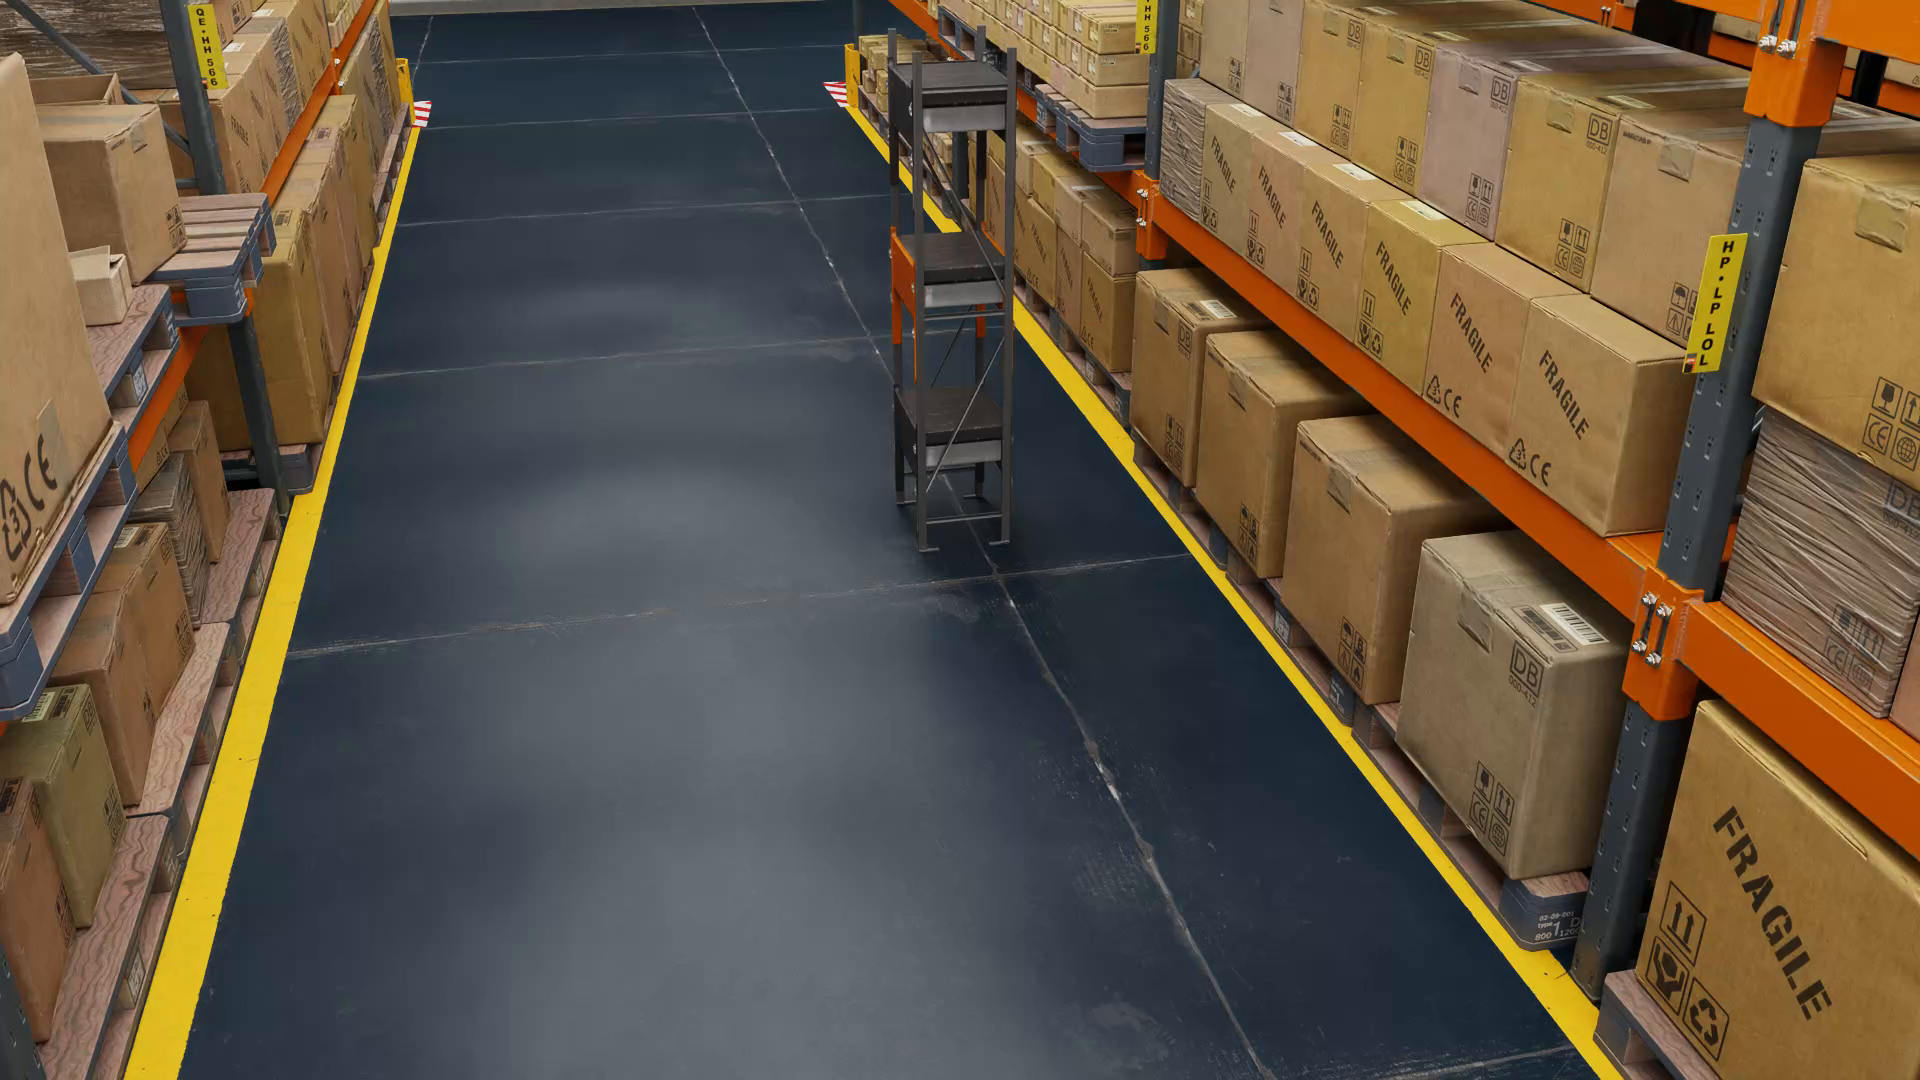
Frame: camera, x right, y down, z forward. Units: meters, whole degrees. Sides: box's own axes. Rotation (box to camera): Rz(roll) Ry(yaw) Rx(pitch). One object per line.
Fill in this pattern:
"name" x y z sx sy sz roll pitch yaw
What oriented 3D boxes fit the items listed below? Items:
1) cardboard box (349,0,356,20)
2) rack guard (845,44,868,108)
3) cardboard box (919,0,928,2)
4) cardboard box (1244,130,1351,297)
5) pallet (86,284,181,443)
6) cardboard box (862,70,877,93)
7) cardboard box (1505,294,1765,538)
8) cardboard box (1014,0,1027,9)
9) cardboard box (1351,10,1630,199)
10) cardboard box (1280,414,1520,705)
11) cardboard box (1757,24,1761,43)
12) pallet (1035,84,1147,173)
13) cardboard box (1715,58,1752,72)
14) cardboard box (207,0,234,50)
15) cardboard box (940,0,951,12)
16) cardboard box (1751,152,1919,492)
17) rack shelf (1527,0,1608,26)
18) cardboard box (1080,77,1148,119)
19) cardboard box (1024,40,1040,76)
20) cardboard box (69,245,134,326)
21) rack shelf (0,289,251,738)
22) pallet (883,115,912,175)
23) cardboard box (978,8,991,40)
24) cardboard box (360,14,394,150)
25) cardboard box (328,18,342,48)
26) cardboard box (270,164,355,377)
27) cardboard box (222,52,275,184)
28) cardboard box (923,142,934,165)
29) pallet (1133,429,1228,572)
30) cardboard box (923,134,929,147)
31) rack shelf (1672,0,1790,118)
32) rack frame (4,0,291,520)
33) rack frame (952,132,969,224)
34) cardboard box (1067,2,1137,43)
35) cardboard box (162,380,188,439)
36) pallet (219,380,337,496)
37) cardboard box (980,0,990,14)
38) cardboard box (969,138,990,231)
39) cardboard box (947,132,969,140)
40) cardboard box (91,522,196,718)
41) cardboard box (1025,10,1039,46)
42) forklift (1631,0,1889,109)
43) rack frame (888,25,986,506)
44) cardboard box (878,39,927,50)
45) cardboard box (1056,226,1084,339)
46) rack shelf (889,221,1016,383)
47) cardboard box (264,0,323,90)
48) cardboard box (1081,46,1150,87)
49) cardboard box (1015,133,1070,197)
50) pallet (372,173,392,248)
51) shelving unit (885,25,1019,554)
"cardboard box" -4.391 -3.676 11.484 0.380 0.149 0.250 -6 27 -12
"rack guard" -0.440 -4.233 15.081 1.175 0.500 0.348 -6 27 -12
"cardboard box" -0.139 -4.073 12.268 0.380 0.149 0.250 -7 28 -14
"cardboard box" 1.415 -1.246 6.278 0.500 0.500 0.500 -6 27 -12
"pallet" -3.023 -0.460 5.045 1.003 0.211 1.213 -6 27 -12
"cardboard box" -0.651 -4.034 14.611 0.380 0.149 0.250 -5 27 -11
"cardboard box" 1.869 -0.360 4.524 0.500 0.500 0.500 -6 27 -12
"cardboard box" 0.500 -2.947 8.913 0.380 0.149 0.250 -5 27 -9
"cardboard box" 1.786 -1.491 5.655 0.700 0.500 0.500 -6 27 -12
"cardboard box" 1.806 0.016 5.920 1.050 0.750 0.750 -6 27 -12
"cardboard box" 5.408 -3.212 10.451 0.500 0.250 0.500 -6 27 -12
"pallet" 1.082 -2.086 8.267 1.213 0.211 1.003 -6 27 -12
"cardboard box" 5.673 -2.752 11.265 0.875 0.875 0.875 -5 27 -10
"cardboard box" -3.802 -2.512 7.673 0.797 0.503 0.637 -5 27 -10
"cardboard box" 0.085 -3.481 10.631 0.380 0.149 0.250 -7 28 -14
"cardboard box" 2.297 -0.497 3.542 0.875 0.550 0.550 -6 27 -12
"rack shelf" 4.794 -4.730 14.090 1.077 0.370 4.000 -6 27 -12
"cardboard box" 0.787 -2.115 7.924 0.380 0.149 0.250 -5 27 -11
"cardboard box" 0.560 -2.565 8.815 0.380 0.149 0.250 -7 28 -14
"cardboard box" -2.870 -0.833 5.255 0.396 0.266 0.258 -7 28 -13
"rack shelf" -3.058 -0.211 5.138 1.077 0.370 4.000 -6 27 -12
"pallet" -0.020 -3.209 13.373 1.003 0.211 1.213 -6 27 -12
"cardboard box" 0.319 -3.028 9.733 0.380 0.149 0.250 -7 28 -14
"cardboard box" -4.885 -3.489 12.726 0.875 0.875 0.875 -6 27 -12
"cardboard box" -4.153 -3.218 10.575 0.380 0.149 0.250 -6 27 -11
"cardboard box" -3.838 -1.347 8.481 1.225 0.875 0.875 -6 27 -11
"cardboard box" -3.472 -1.922 7.619 0.500 0.500 0.500 -7 28 -13
"cardboard box" -0.075 -2.910 12.385 0.380 0.149 0.250 -7 28 -13
"pallet" 1.450 -0.271 7.553 1.003 0.211 1.213 -6 27 -12
"cardboard box" -0.087 -3.013 12.258 0.380 0.149 0.250 -7 28 -13
"rack shelf" 1.797 -2.010 5.372 1.077 0.370 4.000 -6 27 -12
"rack frame" -3.509 -1.410 6.716 1.000 3.000 0.127 -6 27 -12
"rack frame" 0.445 -3.626 11.105 1.000 3.000 0.127 -6 27 -12
"cardboard box" 0.735 -2.490 8.006 0.380 0.149 0.250 -6 27 -12
"cardboard box" -3.329 -0.535 6.434 0.500 0.250 0.500 -5 27 -9
"pallet" -3.613 -0.519 8.045 1.003 0.211 1.213 -6 27 -12
"cardboard box" 0.326 -3.155 9.655 0.380 0.149 0.250 -5 27 -10
"cardboard box" 0.353 -2.346 10.877 0.500 0.500 0.500 -5 27 -10
"cardboard box" 0.111 -2.936 11.775 0.380 0.149 0.250 -5 27 -10
"cardboard box" -3.067 0.292 5.629 0.700 0.500 0.500 -4 27 -7
"cardboard box" 0.558 -2.700 8.753 0.380 0.149 0.250 -6 27 -12
"forklift" 3.581 -1.582 7.132 1.130 2.935 3.031 -7 28 -14
"rack frame" -0.092 -1.117 7.133 0.400 2.100 0.015 -6 27 -12
"cardboard box" -0.490 -4.189 14.258 0.380 0.149 0.250 -5 27 -11
"cardboard box" 0.830 -1.432 9.066 0.500 0.500 0.500 -5 27 -10
"rack shelf" -0.037 -0.998 6.927 0.431 0.518 0.480 -6 27 -12
"cardboard box" -3.934 -2.816 9.388 0.500 0.500 0.500 -5 27 -10
"cardboard box" 0.791 -2.249 7.859 0.380 0.149 0.250 -5 27 -11
"cardboard box" 0.587 -2.223 9.801 0.500 0.250 0.500 -5 27 -10
"pallet" -4.506 -2.263 11.500 1.003 0.211 1.213 -6 27 -12
"shelving unit" -0.037 -1.010 6.921 0.431 2.100 0.503 -6 27 -12
